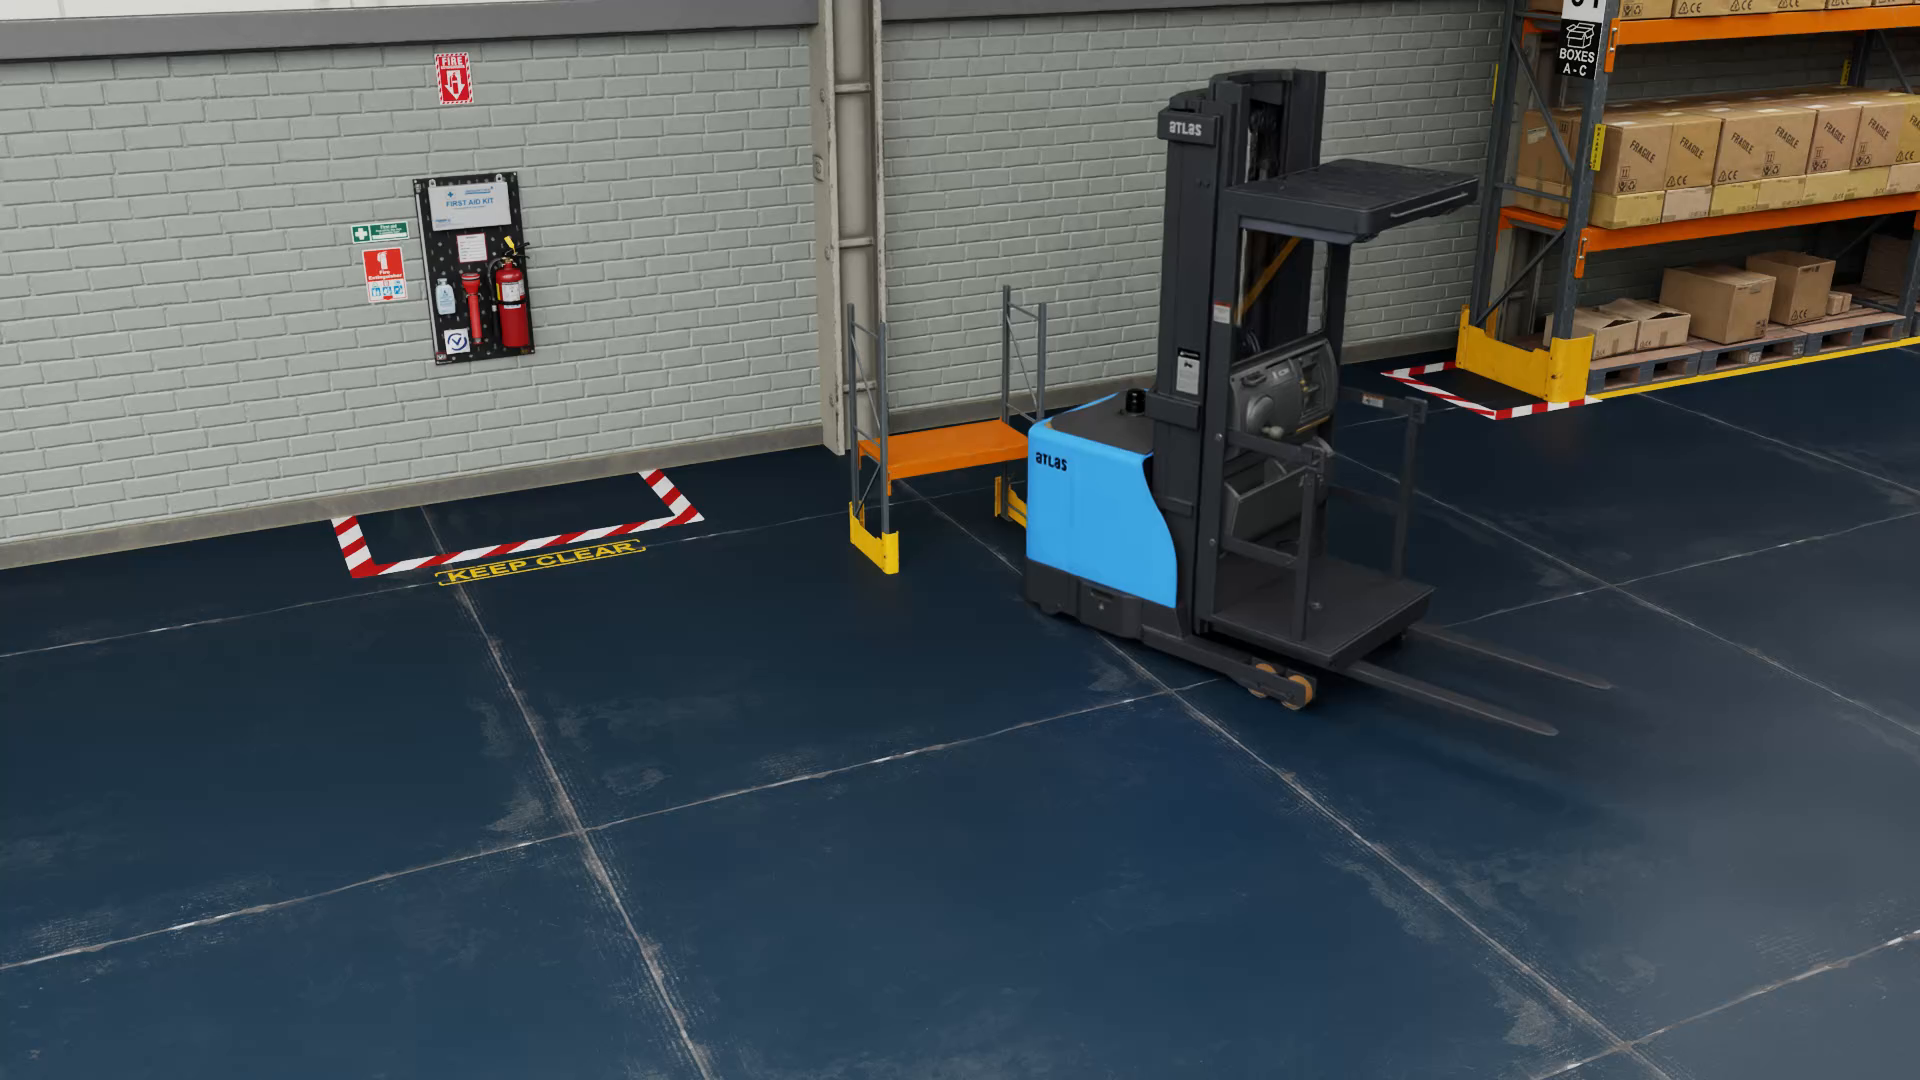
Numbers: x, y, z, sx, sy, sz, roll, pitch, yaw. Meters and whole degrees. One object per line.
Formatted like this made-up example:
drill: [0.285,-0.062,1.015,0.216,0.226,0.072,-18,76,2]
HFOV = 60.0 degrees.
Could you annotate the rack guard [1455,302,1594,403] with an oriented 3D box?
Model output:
rack guard: [4.472,-1.505,13.232,0.348,0.500,1.175,-10,25,-24]

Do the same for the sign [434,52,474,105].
sign: [-3.041,-2.773,9.997,0.199,0.298,0.001,-10,25,-24]

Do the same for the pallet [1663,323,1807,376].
pallet: [6.317,-1.695,14.068,1.213,0.211,1.003,-10,25,-24]

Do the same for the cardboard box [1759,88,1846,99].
cardboard box: [7.026,-3.507,13.989,0.500,0.500,0.500,-11,25,-24]

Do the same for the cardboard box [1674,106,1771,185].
cardboard box: [5.882,-3.071,12.937,0.500,0.500,0.500,-11,25,-25]

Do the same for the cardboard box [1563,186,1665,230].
cardboard box: [4.981,-2.559,12.679,0.500,0.250,0.500,-11,25,-25]

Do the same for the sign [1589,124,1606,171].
sign: [4.639,-2.860,12.106,0.005,0.325,0.100,-10,25,-24]

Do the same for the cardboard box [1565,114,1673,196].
cardboard box: [4.964,-2.909,12.546,0.500,0.500,0.500,-10,25,-24]

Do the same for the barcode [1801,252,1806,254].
barcode: [7.417,-2.500,14.642,0.075,0.075,0.001,-10,25,-24]

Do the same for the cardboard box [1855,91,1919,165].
cardboard box: [7.716,-3.412,13.761,0.500,0.500,0.500,-10,25,-24]

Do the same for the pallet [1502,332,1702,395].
pallet: [5.219,-1.494,13.583,1.213,0.211,1.003,-10,25,-24]

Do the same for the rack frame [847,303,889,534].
rack frame: [-0.535,-0.595,9.725,0.032,1.500,0.500,-10,25,-24]

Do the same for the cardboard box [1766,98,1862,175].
cardboard box: [6.810,-3.248,13.363,0.500,0.500,0.500,-11,25,-25]

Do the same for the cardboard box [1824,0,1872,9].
cardboard box: [6.716,-4.399,12.876,0.500,0.500,0.500,-11,25,-26]

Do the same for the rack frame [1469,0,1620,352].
rack frame: [4.403,-2.647,12.723,0.127,3.000,1.000,-10,25,-24]

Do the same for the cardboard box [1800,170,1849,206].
cardboard box: [6.813,-2.899,13.502,0.500,0.250,0.500,-11,25,-24]

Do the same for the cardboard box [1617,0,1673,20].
cardboard box: [4.813,-4.058,12.052,0.500,0.500,0.500,-10,24,-22]

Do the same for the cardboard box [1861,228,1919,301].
cardboard box: [8.664,-2.487,15.029,0.500,0.500,0.700,-10,24,-22]

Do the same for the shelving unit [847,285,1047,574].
shelving unit: [-0.069,-0.680,9.933,1.083,1.500,0.587,-10,25,-24]

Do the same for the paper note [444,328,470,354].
paper note: [-3.180,-1.257,10.516,0.142,0.148,0.016,-10,25,-24]

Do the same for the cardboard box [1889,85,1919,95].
cardboard box: [8.481,-3.633,14.398,0.500,0.500,0.700,-10,25,-23]

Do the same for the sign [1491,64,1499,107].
sign: [4.181,-3.523,12.911,0.005,0.325,0.100,-10,25,-24]

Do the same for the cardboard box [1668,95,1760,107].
cardboard box: [6.111,-3.336,13.577,0.500,0.500,0.500,-10,25,-23]

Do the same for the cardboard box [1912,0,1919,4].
cardboard box: [7.657,-4.583,13.320,0.500,0.500,0.500,-10,24,-22]

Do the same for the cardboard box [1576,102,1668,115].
cardboard box: [5.194,-3.165,13.164,0.500,0.500,0.500,-10,25,-23]

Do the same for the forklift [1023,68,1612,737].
forklift: [1.784,-0.742,8.210,3.031,2.935,1.130,19,29,38]

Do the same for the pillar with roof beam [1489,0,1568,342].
pillar with roof beam: [6.526,-4.350,8.992,0.400,9.000,9.100,-10,25,-24]

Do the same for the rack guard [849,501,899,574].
rack guard: [-0.517,-0.020,9.972,0.087,0.250,0.587,-10,25,-24]

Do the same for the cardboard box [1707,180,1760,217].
cardboard box: [5.904,-2.732,13.098,0.500,0.250,0.500,-11,25,-24]

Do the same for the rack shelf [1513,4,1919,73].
rack shelf: [6.205,-4.032,13.089,4.000,0.370,1.077,-10,25,-24]

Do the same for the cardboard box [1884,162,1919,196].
cardboard box: [7.712,-3.068,13.909,0.500,0.250,0.500,-10,25,-23]

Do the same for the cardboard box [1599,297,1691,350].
cardboard box: [5.579,-1.786,13.584,0.500,0.311,0.500,-8,24,-19]

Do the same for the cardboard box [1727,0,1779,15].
cardboard box: [5.779,-4.222,12.449,0.500,0.500,0.500,-9,24,-21]

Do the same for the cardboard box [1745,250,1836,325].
cardboard box: [7.090,-2.173,14.271,0.500,0.500,0.500,-12,26,-28]
